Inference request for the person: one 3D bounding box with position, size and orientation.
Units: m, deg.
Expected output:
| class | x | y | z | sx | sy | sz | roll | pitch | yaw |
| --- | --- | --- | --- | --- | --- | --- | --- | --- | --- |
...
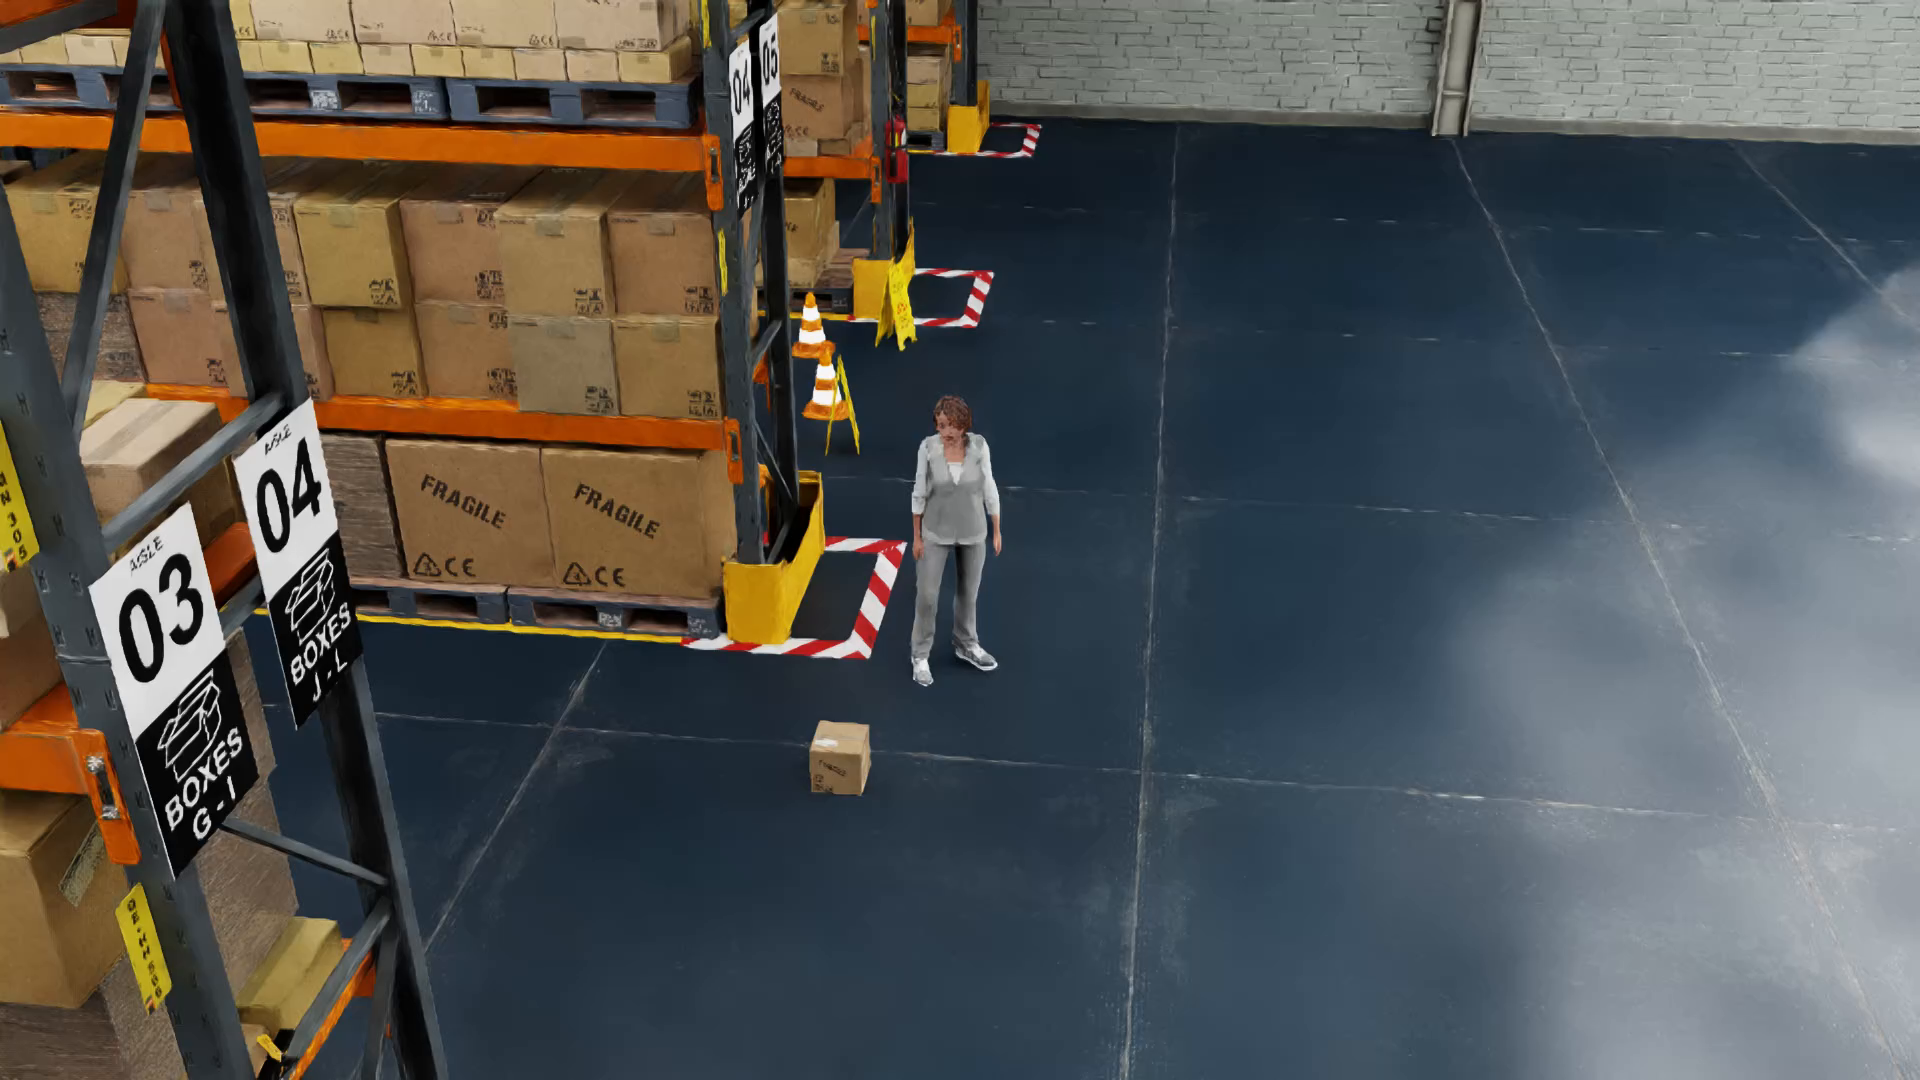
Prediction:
| class | x | y | z | sx | sy | sz | roll | pitch | yaw |
| --- | --- | --- | --- | --- | --- | --- | --- | --- | --- |
| person | -0.026 | -0.009 | 8.651 | 0.492 | 1.627 | 0.318 | -5 | 29 | -8 |
